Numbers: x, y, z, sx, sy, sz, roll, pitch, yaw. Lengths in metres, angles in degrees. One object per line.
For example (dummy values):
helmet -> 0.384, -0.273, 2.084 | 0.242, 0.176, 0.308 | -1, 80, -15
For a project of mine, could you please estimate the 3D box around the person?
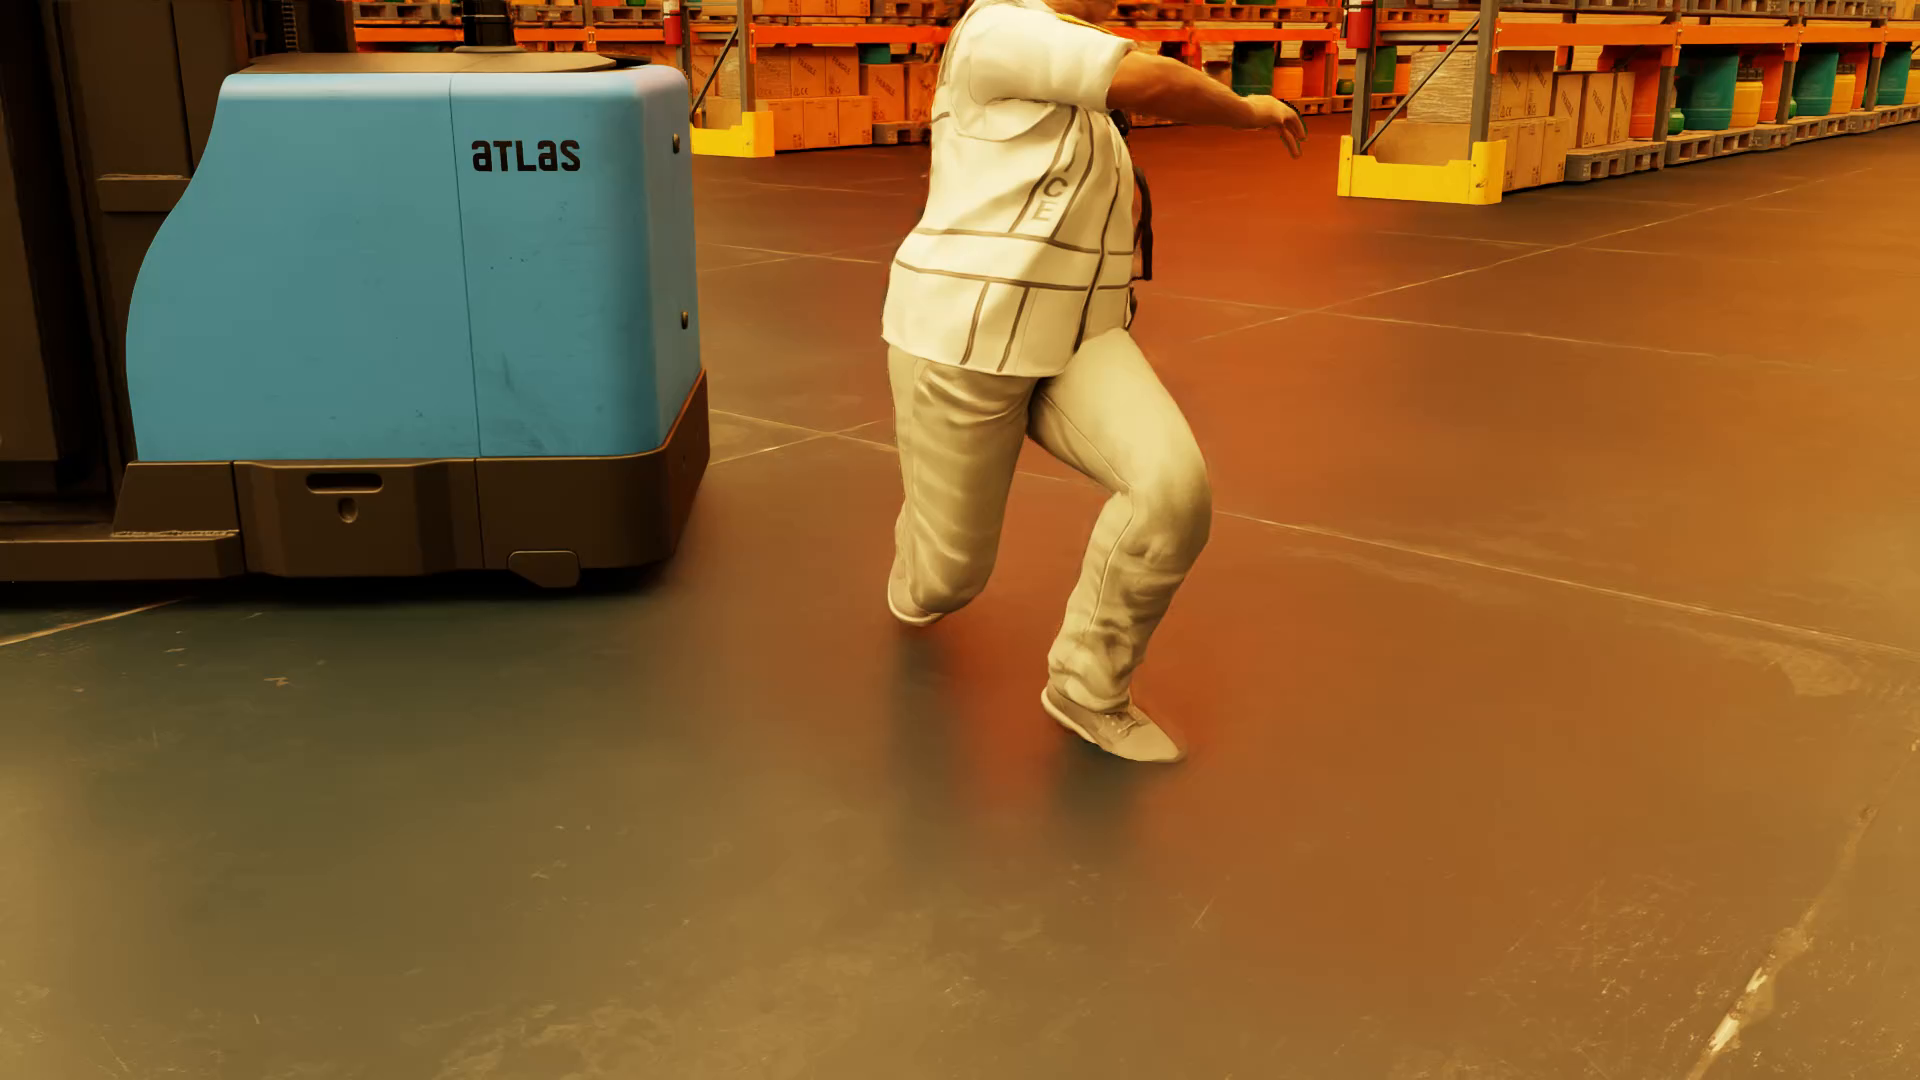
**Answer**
person -> 0.174, -0.393, 2.943 | 0.699, 1.440, 0.928 | -13, 21, -36

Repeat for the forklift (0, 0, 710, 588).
forklift -> -2.156, -1.406, 3.529 | 3.031, 2.935, 1.130 | -1, 17, -3
